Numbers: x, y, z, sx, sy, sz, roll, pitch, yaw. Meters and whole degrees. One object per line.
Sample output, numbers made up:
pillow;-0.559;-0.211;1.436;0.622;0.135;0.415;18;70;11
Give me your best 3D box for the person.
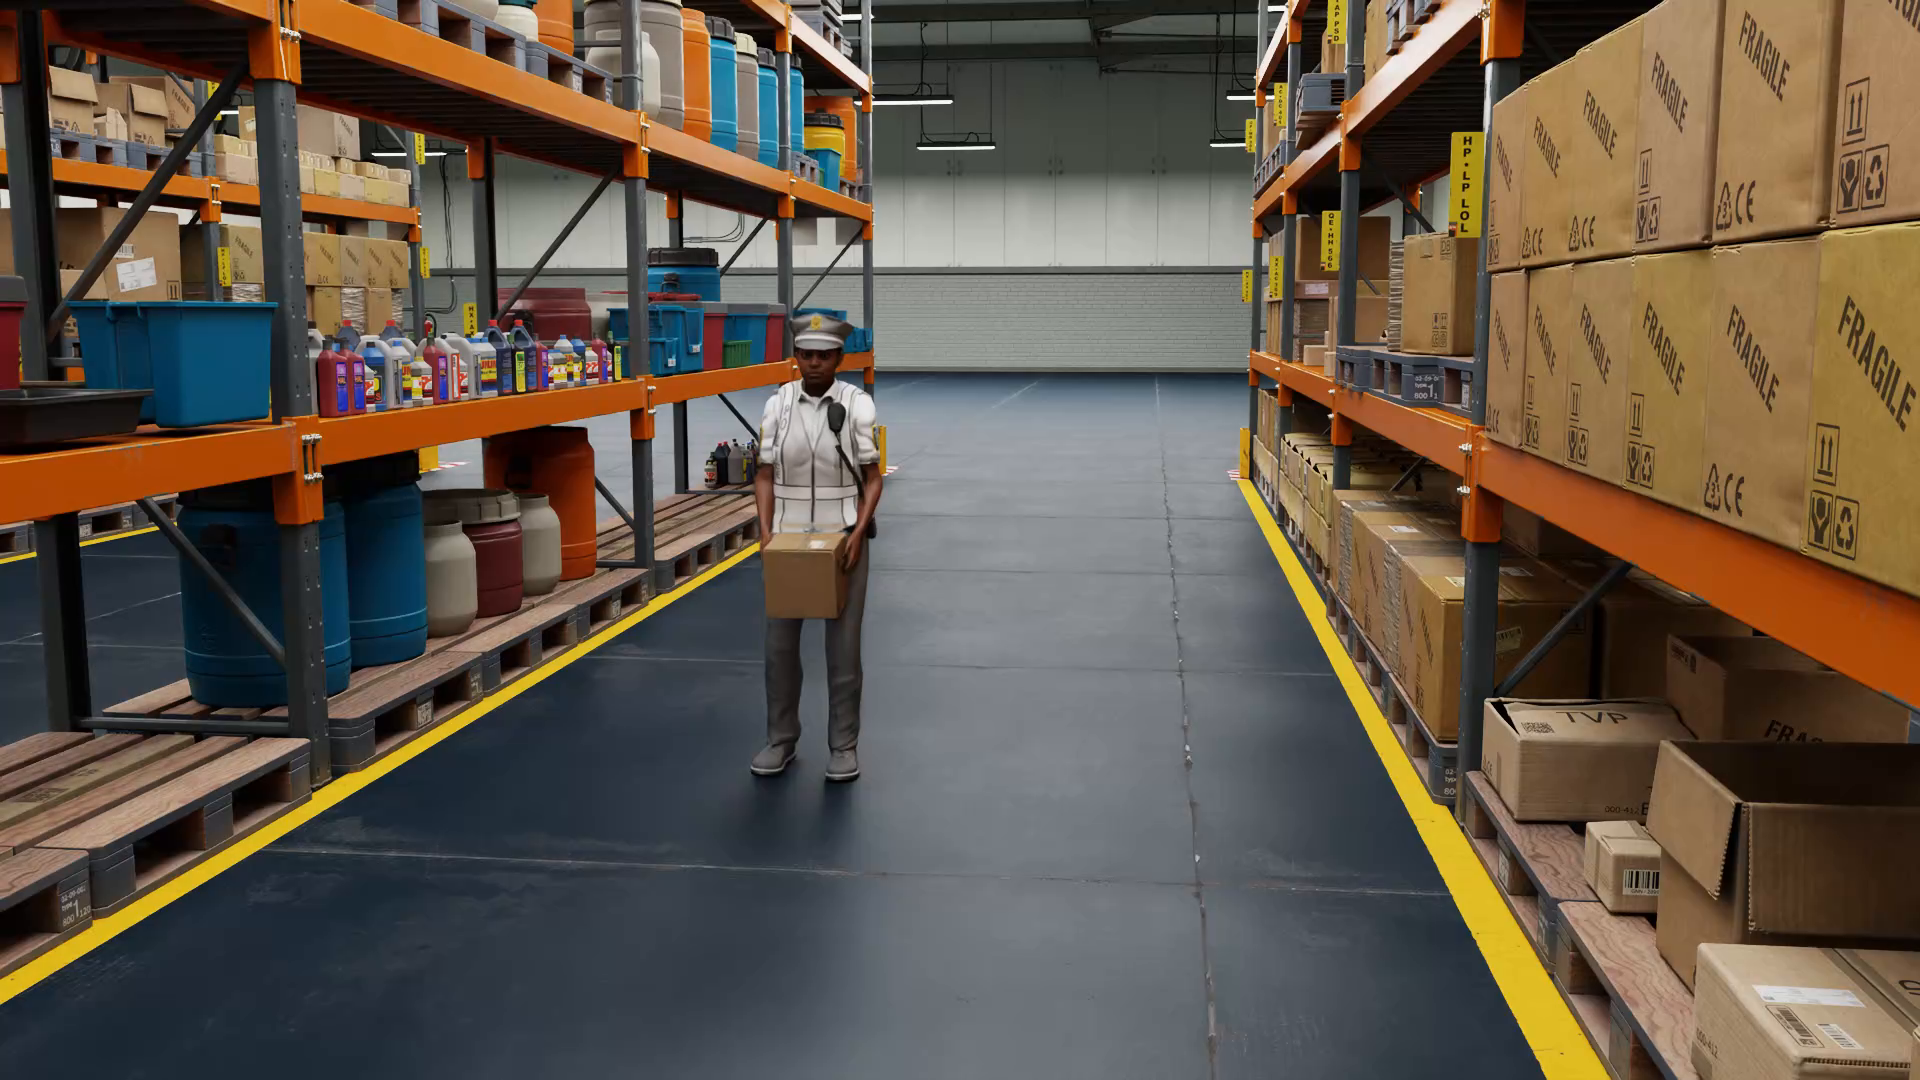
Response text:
person;-0.525;0.016;6.094;0.481;1.682;0.421;1;8;5
